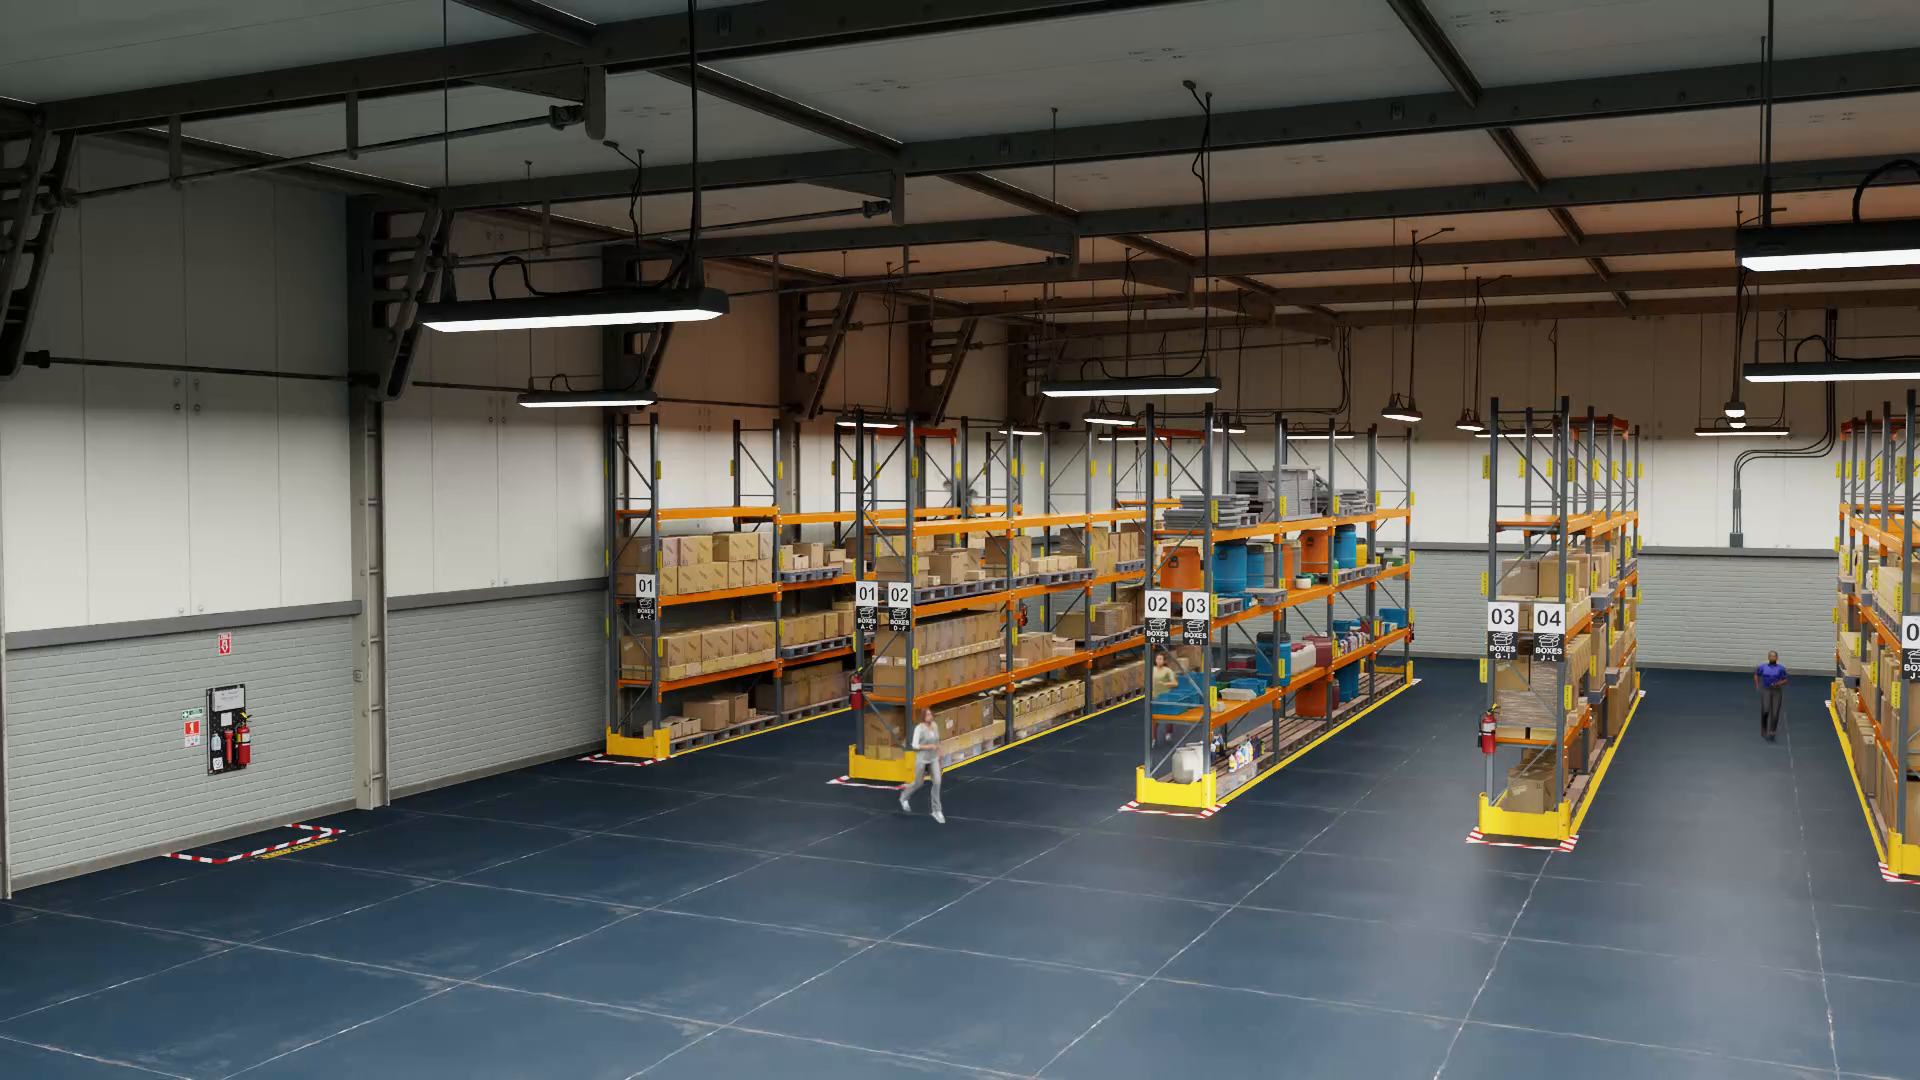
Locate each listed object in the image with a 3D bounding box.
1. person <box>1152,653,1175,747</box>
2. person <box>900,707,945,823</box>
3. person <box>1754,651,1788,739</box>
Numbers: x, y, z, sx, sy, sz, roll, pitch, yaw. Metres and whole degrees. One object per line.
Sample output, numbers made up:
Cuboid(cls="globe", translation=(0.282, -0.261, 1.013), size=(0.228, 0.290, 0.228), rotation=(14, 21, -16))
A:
Cuboid(cls="person", translation=(3.634, 2.871, 30.148), size=(0.573, 1.658, 0.966), rotation=(1, 3, 24))
Cuboid(cls="person", translation=(-0.508, 3.195, 23.883), size=(0.550, 1.619, 0.874), rotation=(-2, 3, -34))
Cuboid(cls="person", translation=(15.075, 2.879, 30.913), size=(0.553, 1.642, 0.652), rotation=(1, 3, 24))
